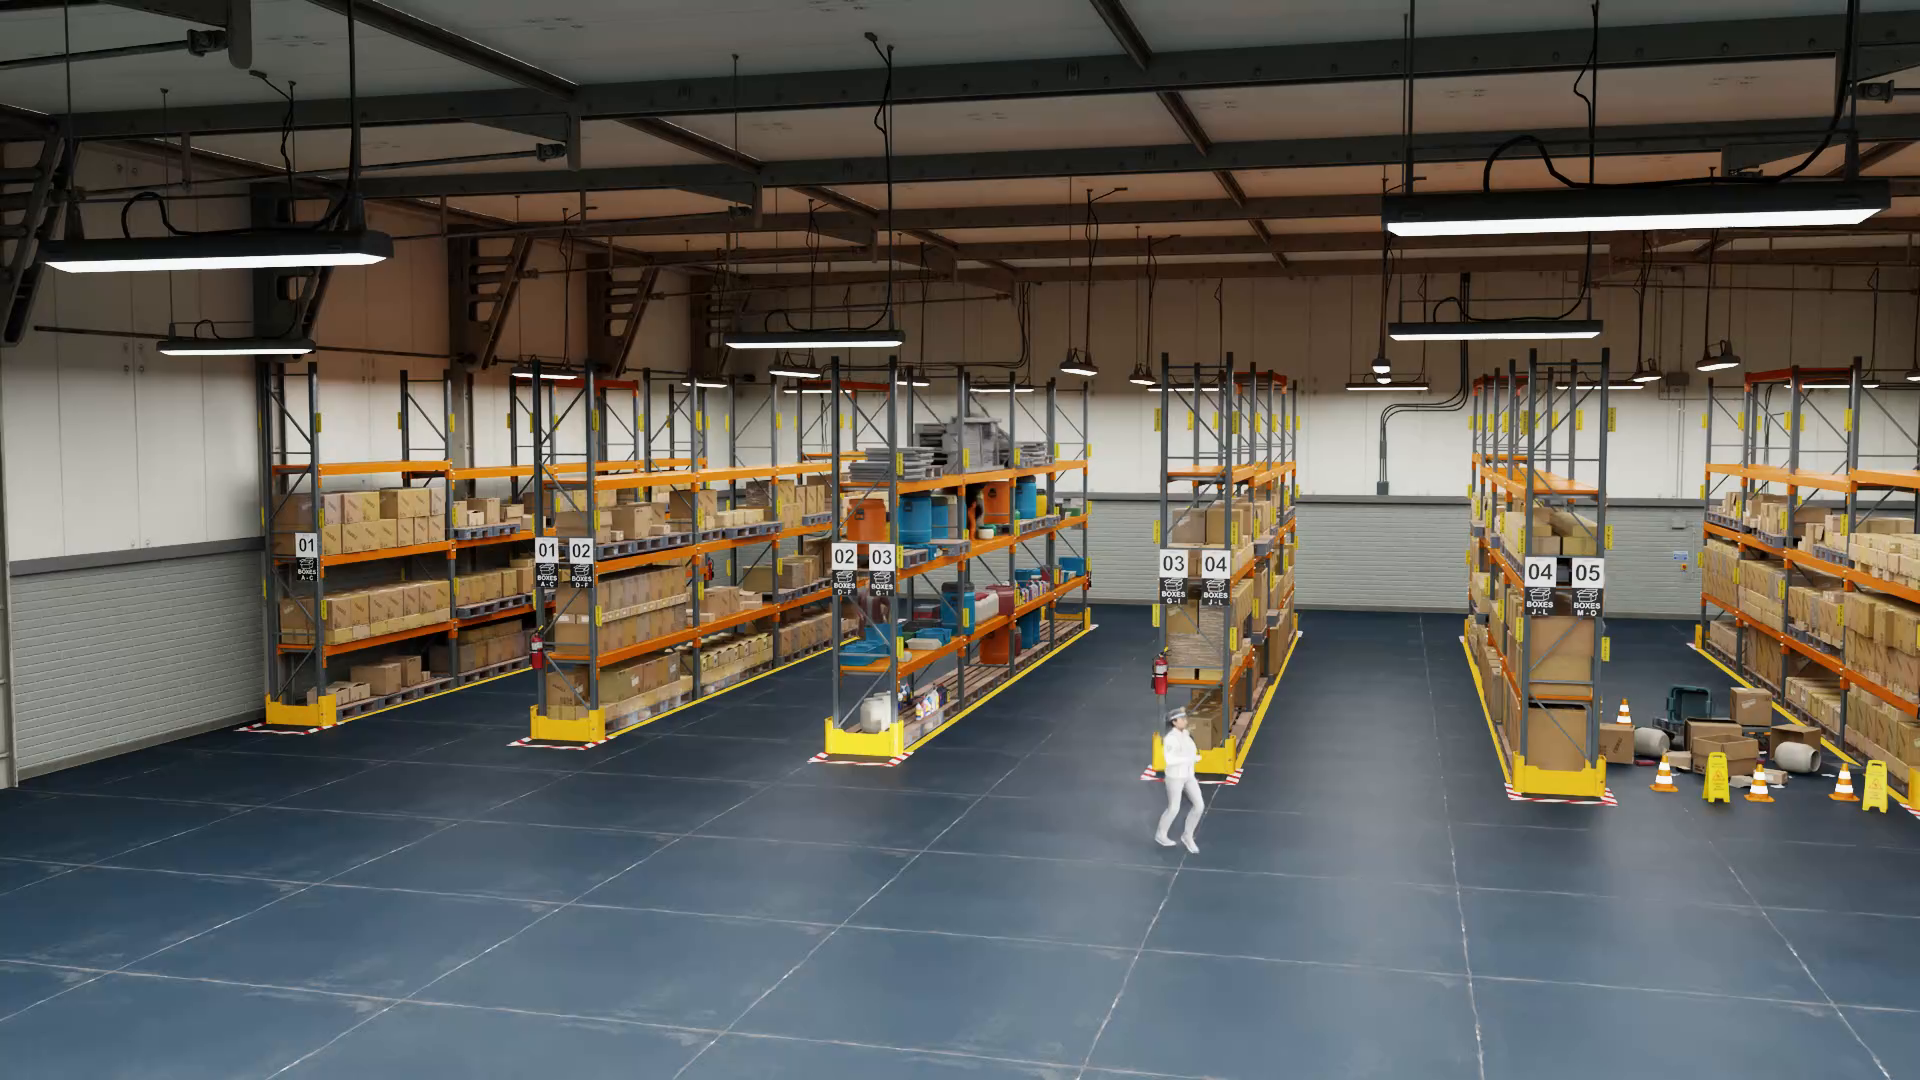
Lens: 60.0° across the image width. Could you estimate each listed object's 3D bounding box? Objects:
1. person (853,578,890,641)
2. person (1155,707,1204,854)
[{"bbox_3d":[-1.712,1.613,31.695,0.695,1.761,0.631,1,4,8],"label":"person"},{"bbox_3d":[2.581,2.797,19.381,0.592,1.734,0.684,-4,6,-44],"label":"person"}]
